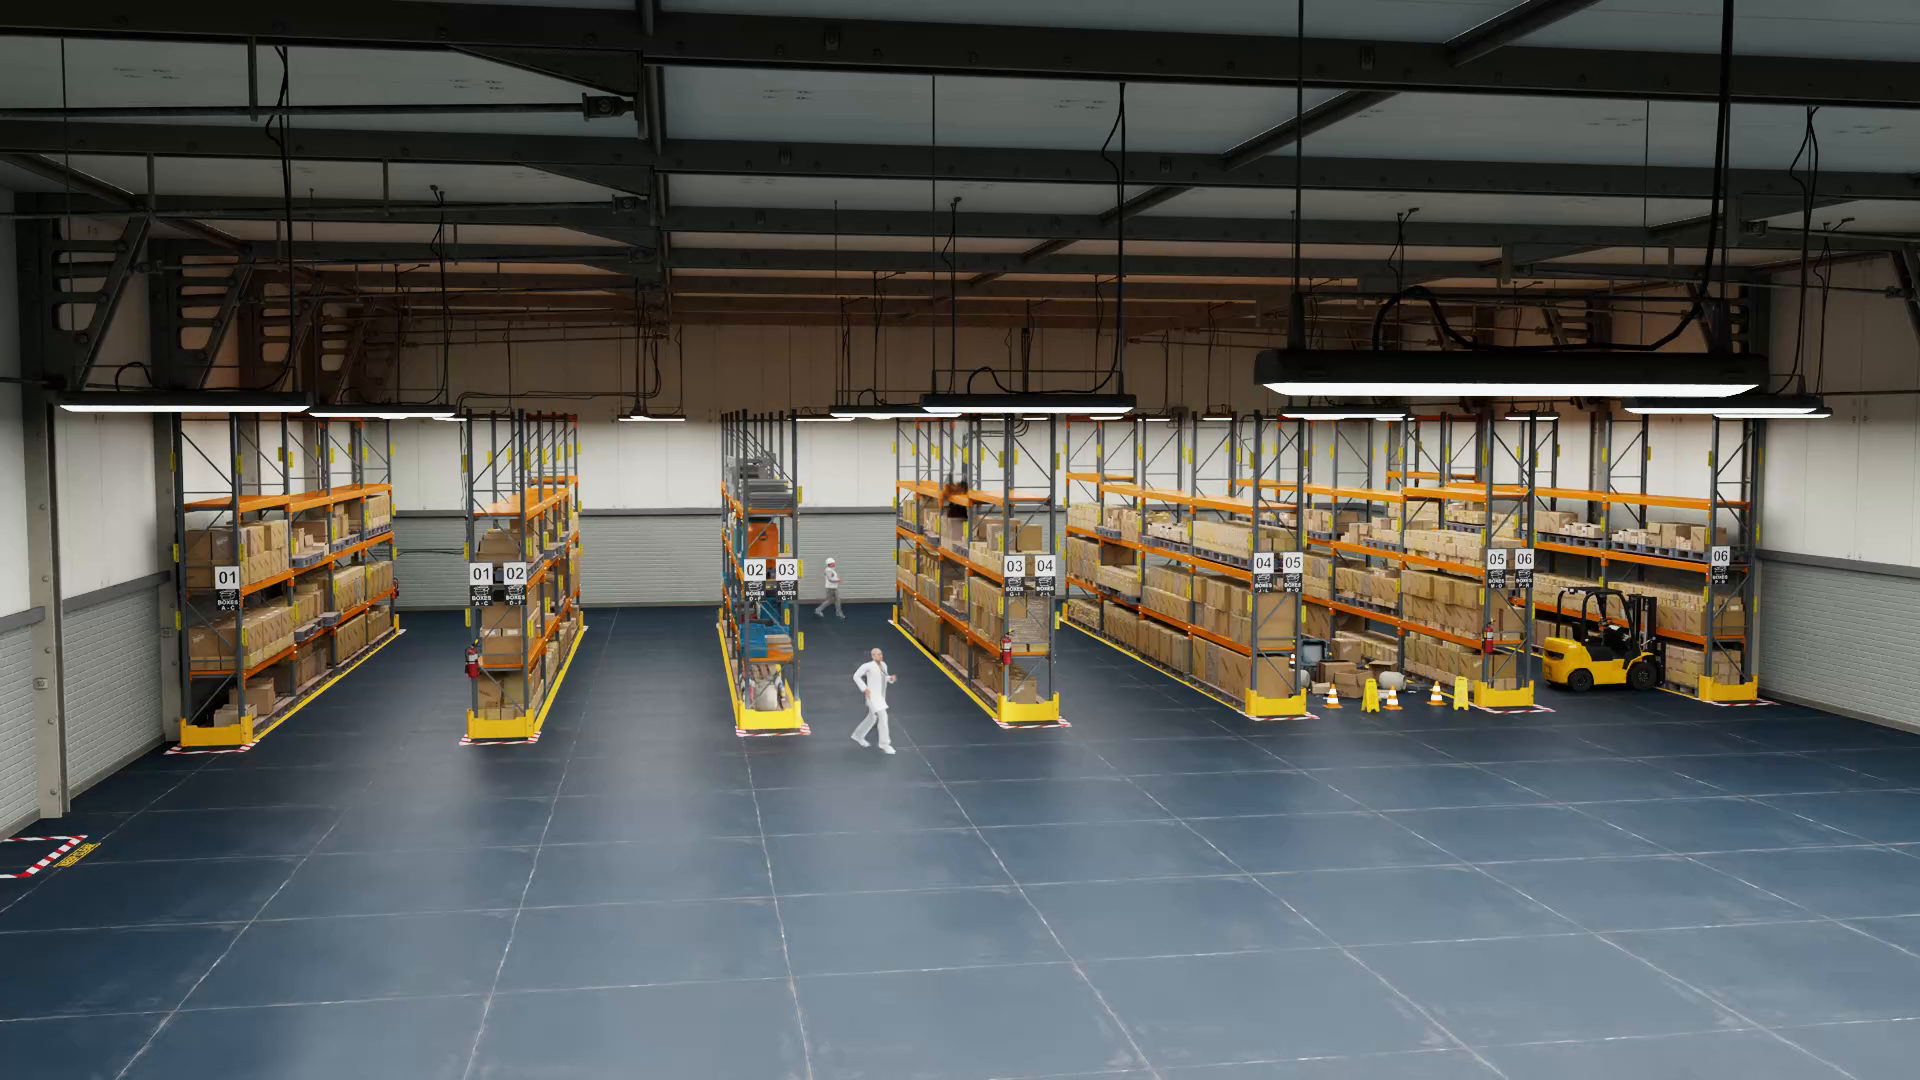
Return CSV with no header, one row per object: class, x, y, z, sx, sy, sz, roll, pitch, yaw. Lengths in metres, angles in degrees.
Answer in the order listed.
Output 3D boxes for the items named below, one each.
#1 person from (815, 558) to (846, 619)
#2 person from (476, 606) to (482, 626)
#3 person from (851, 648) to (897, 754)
person,-3.798,1.431,48.833,0.911,1.807,0.667,0,4,0
person,-11.878,1.994,41.841,0.582,1.698,0.848,-1,4,-8
person,-1.492,2.801,29.174,0.929,1.834,0.674,2,4,26
